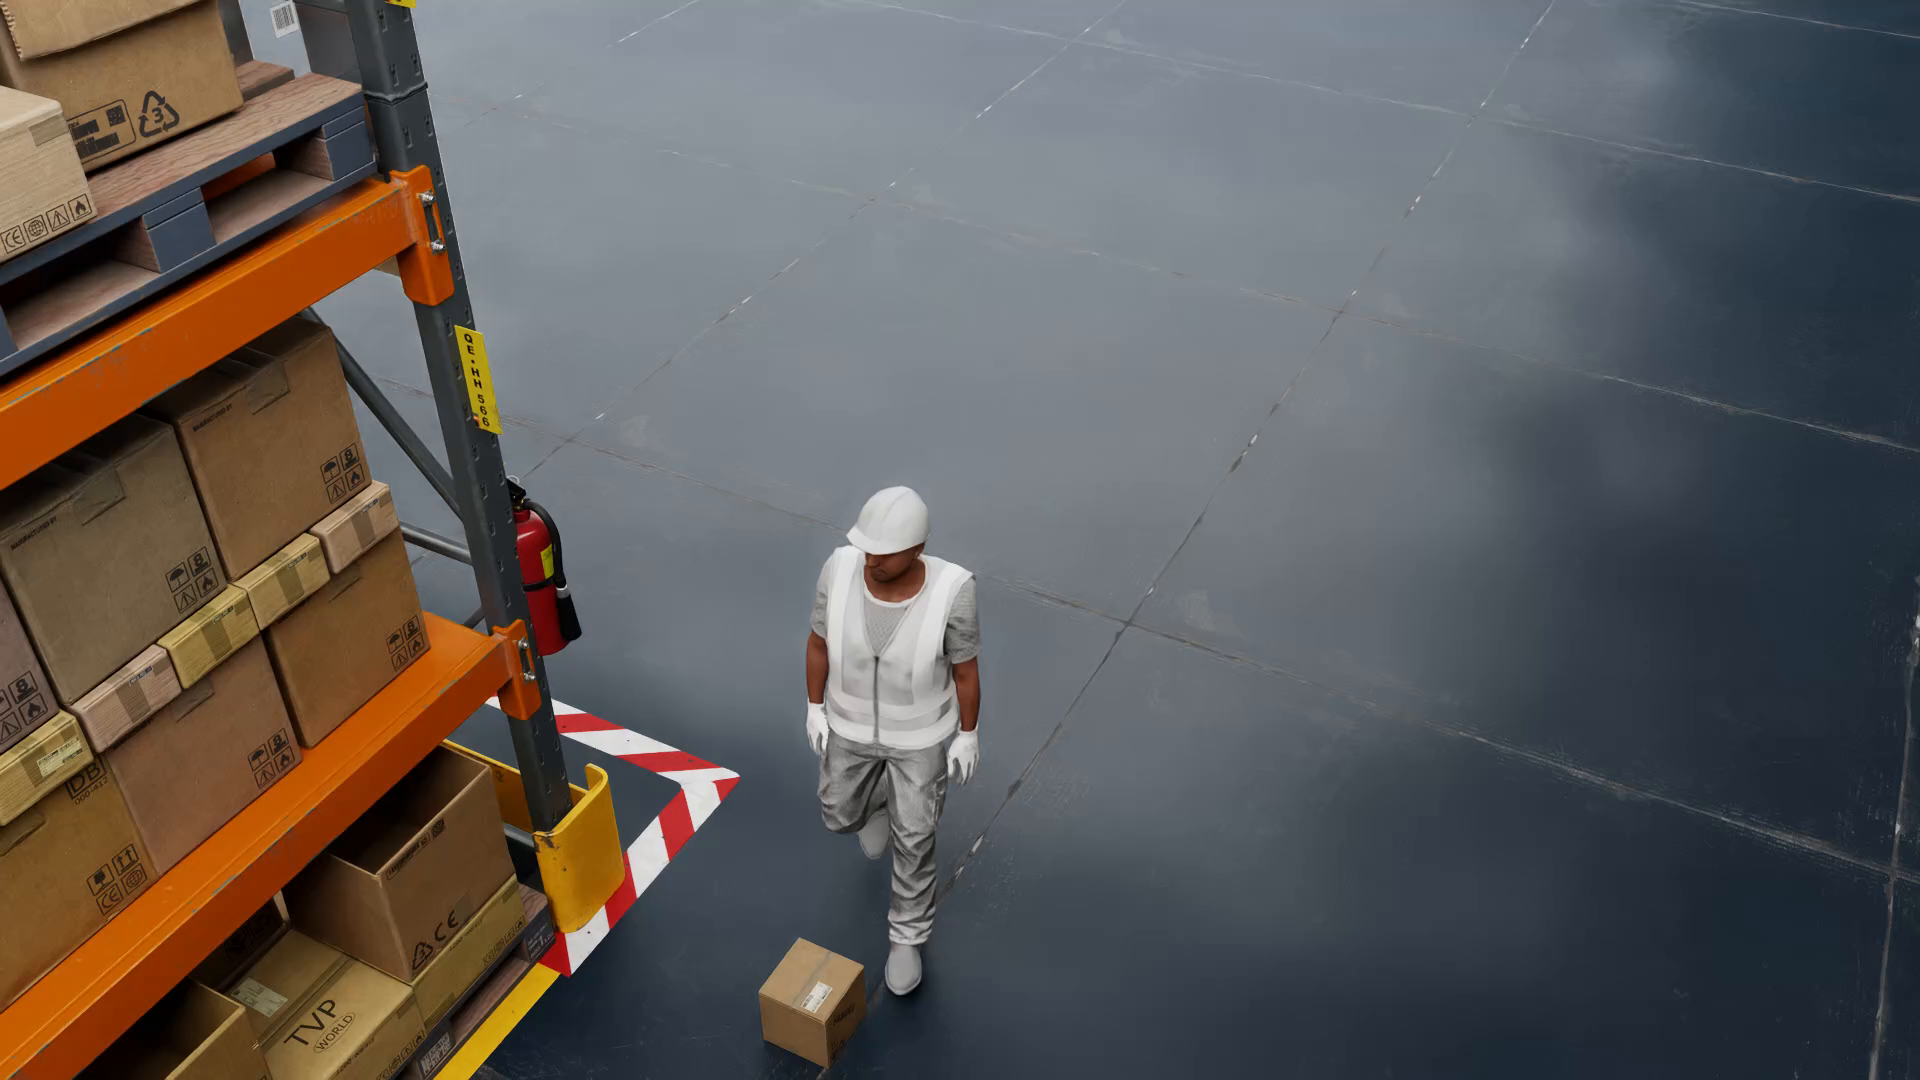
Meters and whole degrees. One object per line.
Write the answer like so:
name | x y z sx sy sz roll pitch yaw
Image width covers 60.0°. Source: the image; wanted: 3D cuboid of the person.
person | -0.225 0.602 5.349 0.584 1.770 0.779 9 39 12
